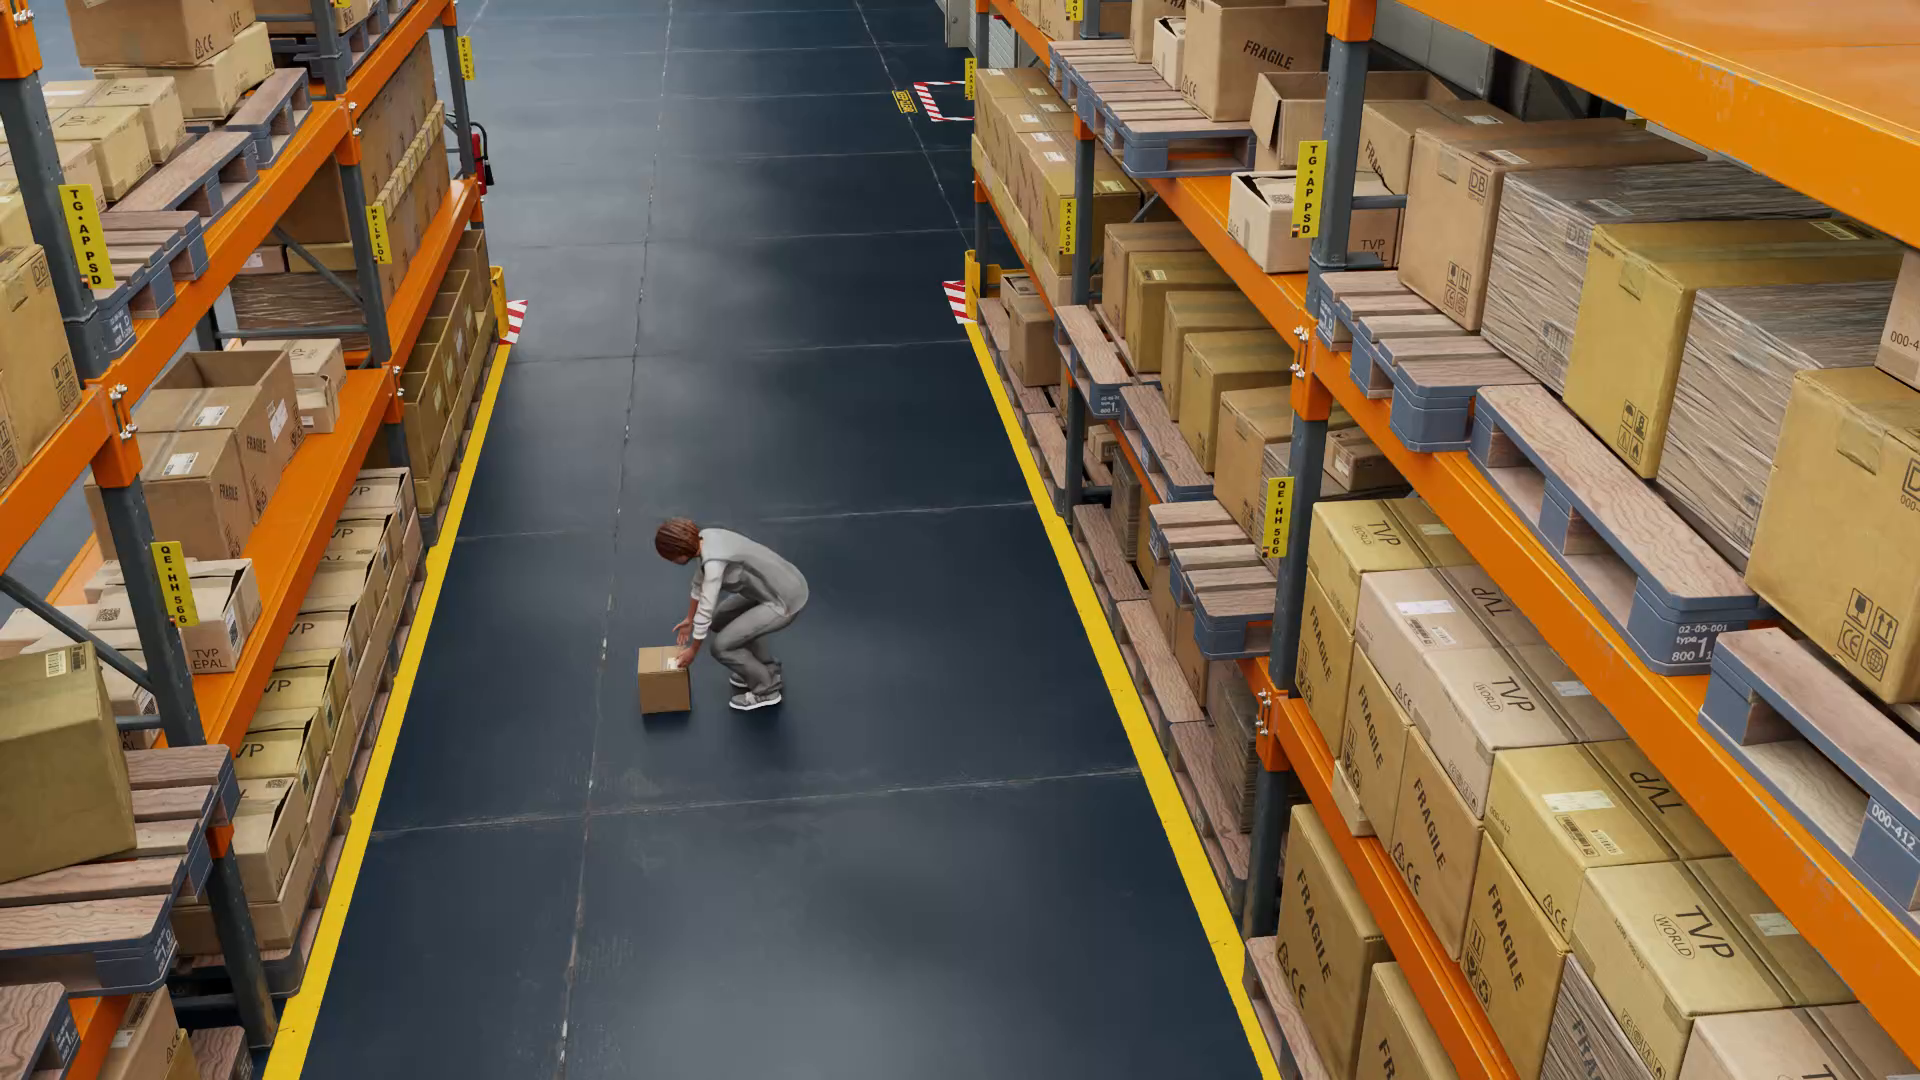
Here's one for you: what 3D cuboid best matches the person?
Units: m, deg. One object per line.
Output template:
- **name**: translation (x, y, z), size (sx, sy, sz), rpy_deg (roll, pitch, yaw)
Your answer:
- **person**: translation (-1.145, 0.362, 8.519), size (0.754, 1.061, 0.461), rpy_deg (-4, 28, -7)
